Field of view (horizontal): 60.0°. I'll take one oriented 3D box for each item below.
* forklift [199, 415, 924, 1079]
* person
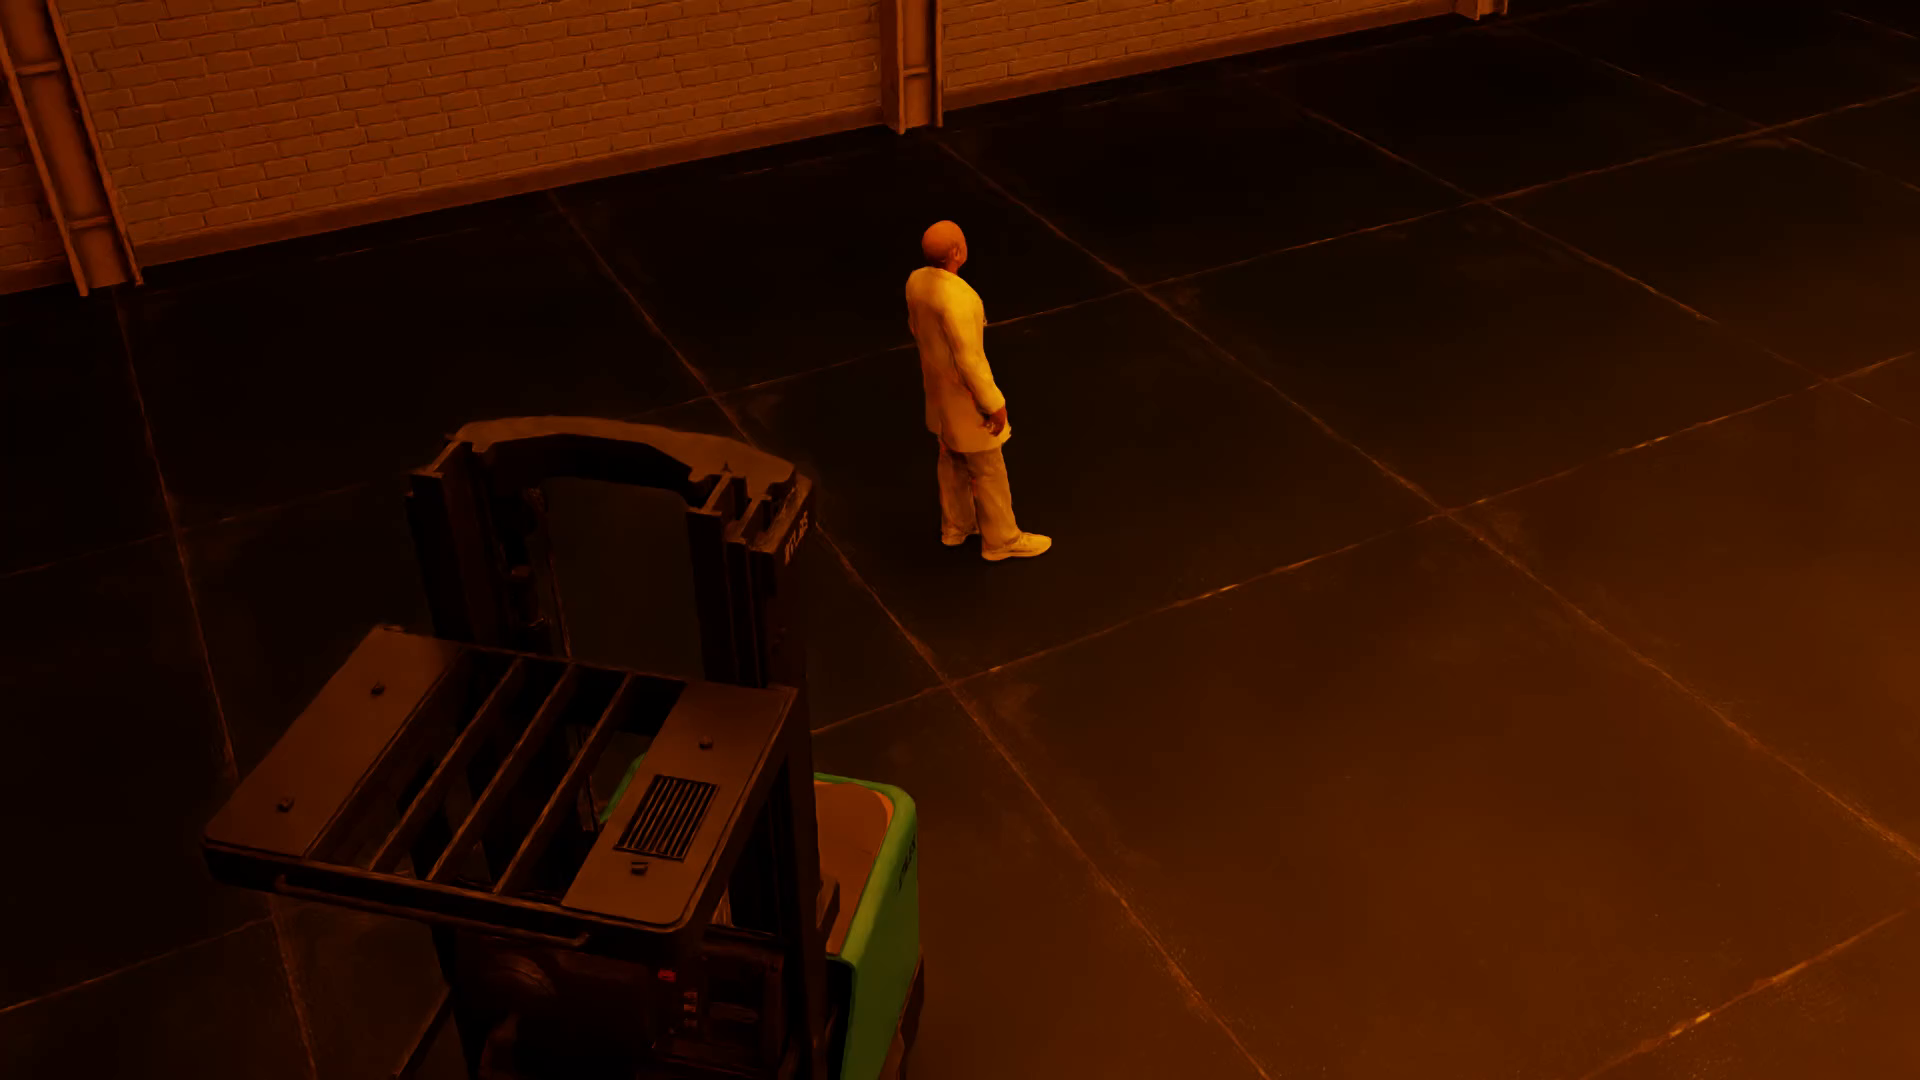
[{"bbox_3d":[-0.969,1.281,4.310,1.130,2.935,3.031,8,36,11],"label":"forklift"},{"bbox_3d":[0.082,-0.754,8.177,0.579,1.776,0.694,-17,39,-23],"label":"person"}]
